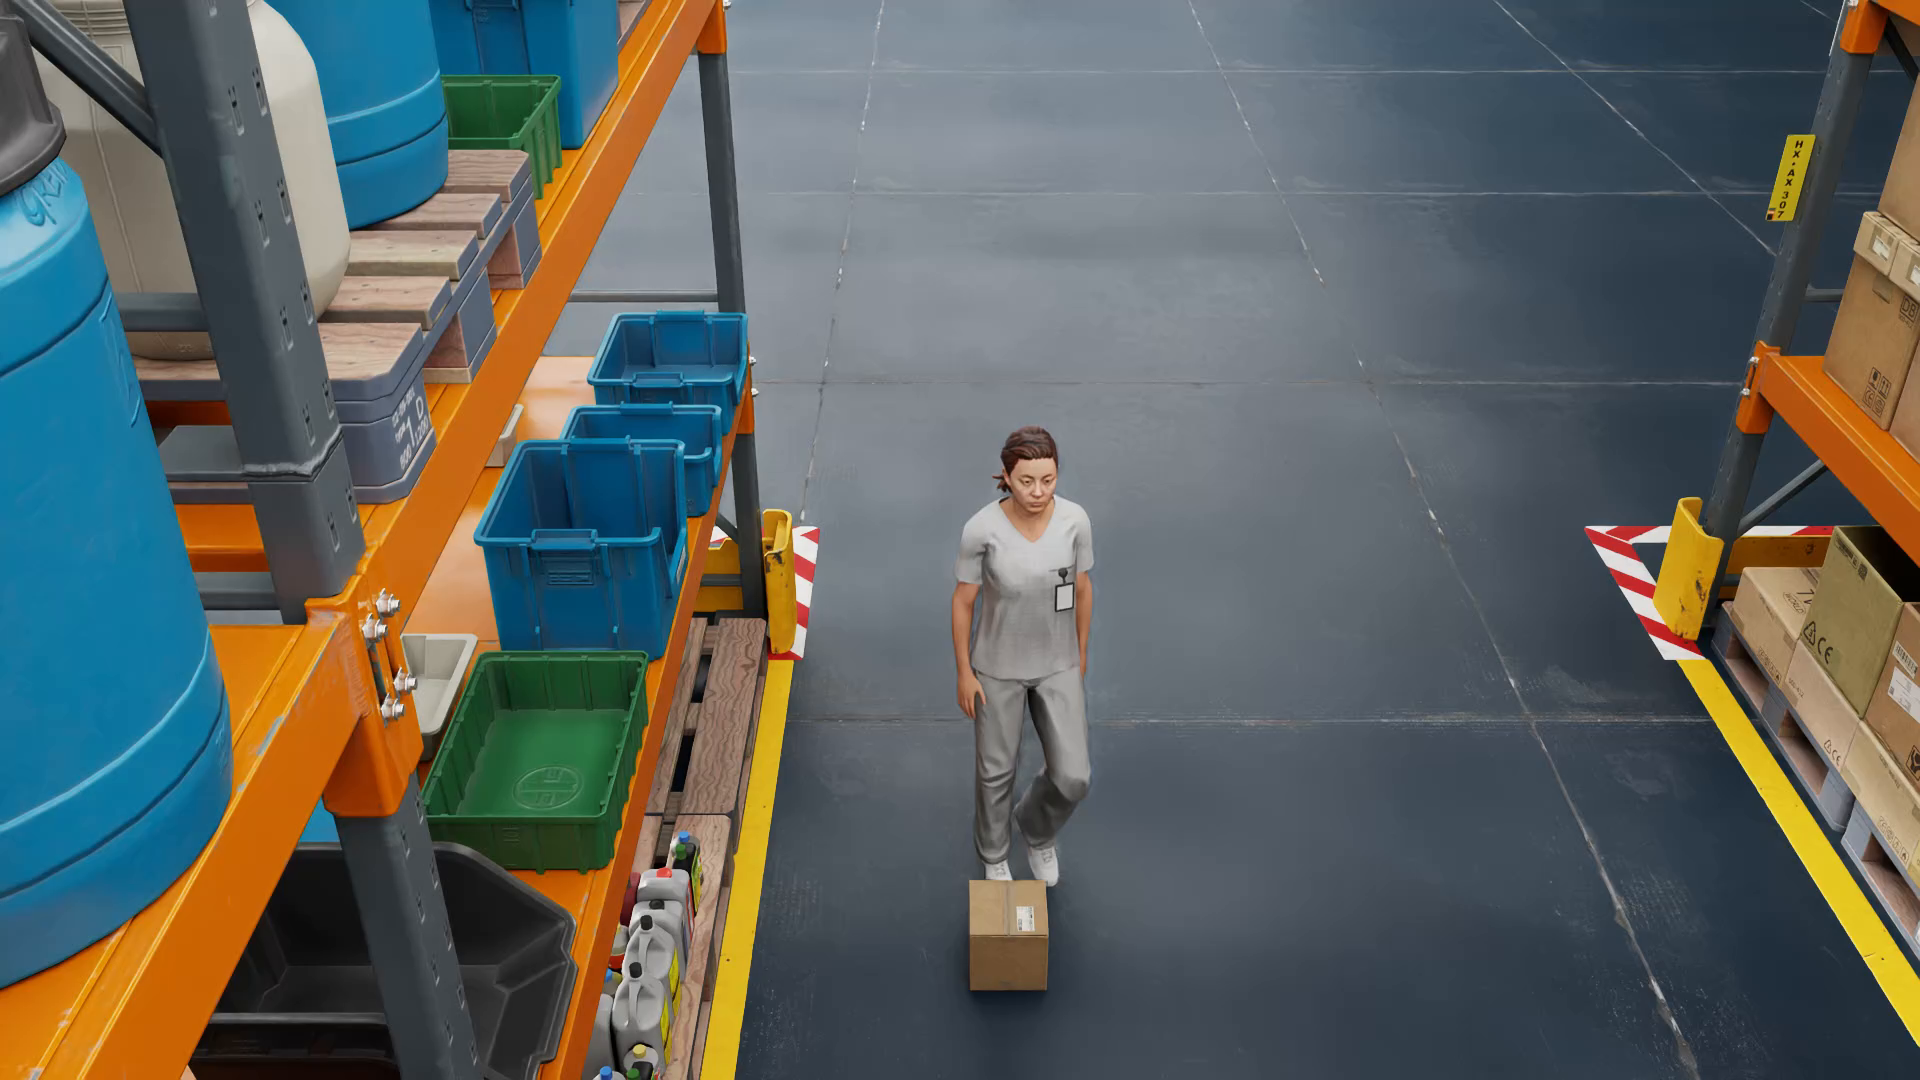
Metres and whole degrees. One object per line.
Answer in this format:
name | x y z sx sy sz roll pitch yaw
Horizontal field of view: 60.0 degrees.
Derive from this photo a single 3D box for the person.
person | 0.212 0.438 5.418 0.476 1.689 0.524 -4 32 -7
